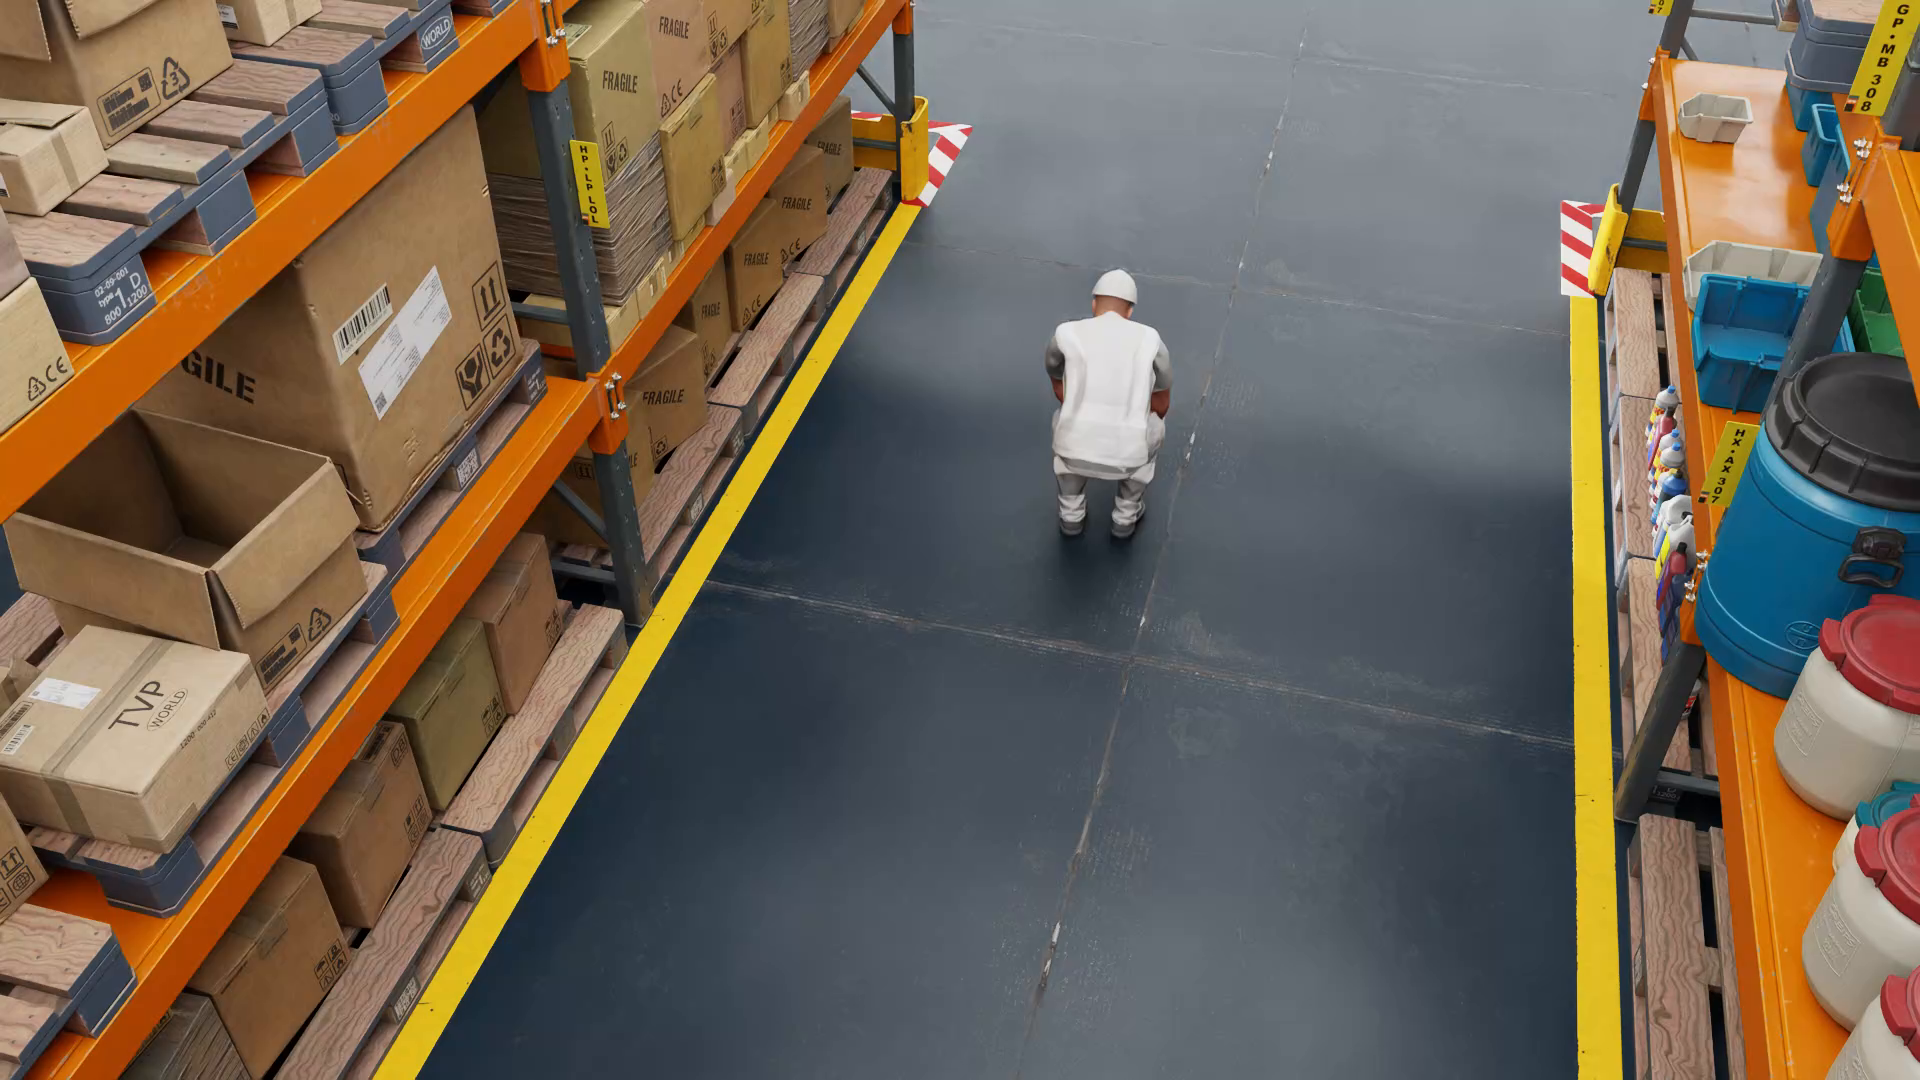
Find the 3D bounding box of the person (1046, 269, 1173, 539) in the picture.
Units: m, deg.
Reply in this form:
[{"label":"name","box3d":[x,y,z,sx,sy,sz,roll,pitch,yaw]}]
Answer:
[{"label":"person","box3d":[0.628,-0.556,7.339,0.573,1.074,0.858,10,42,11]}]
